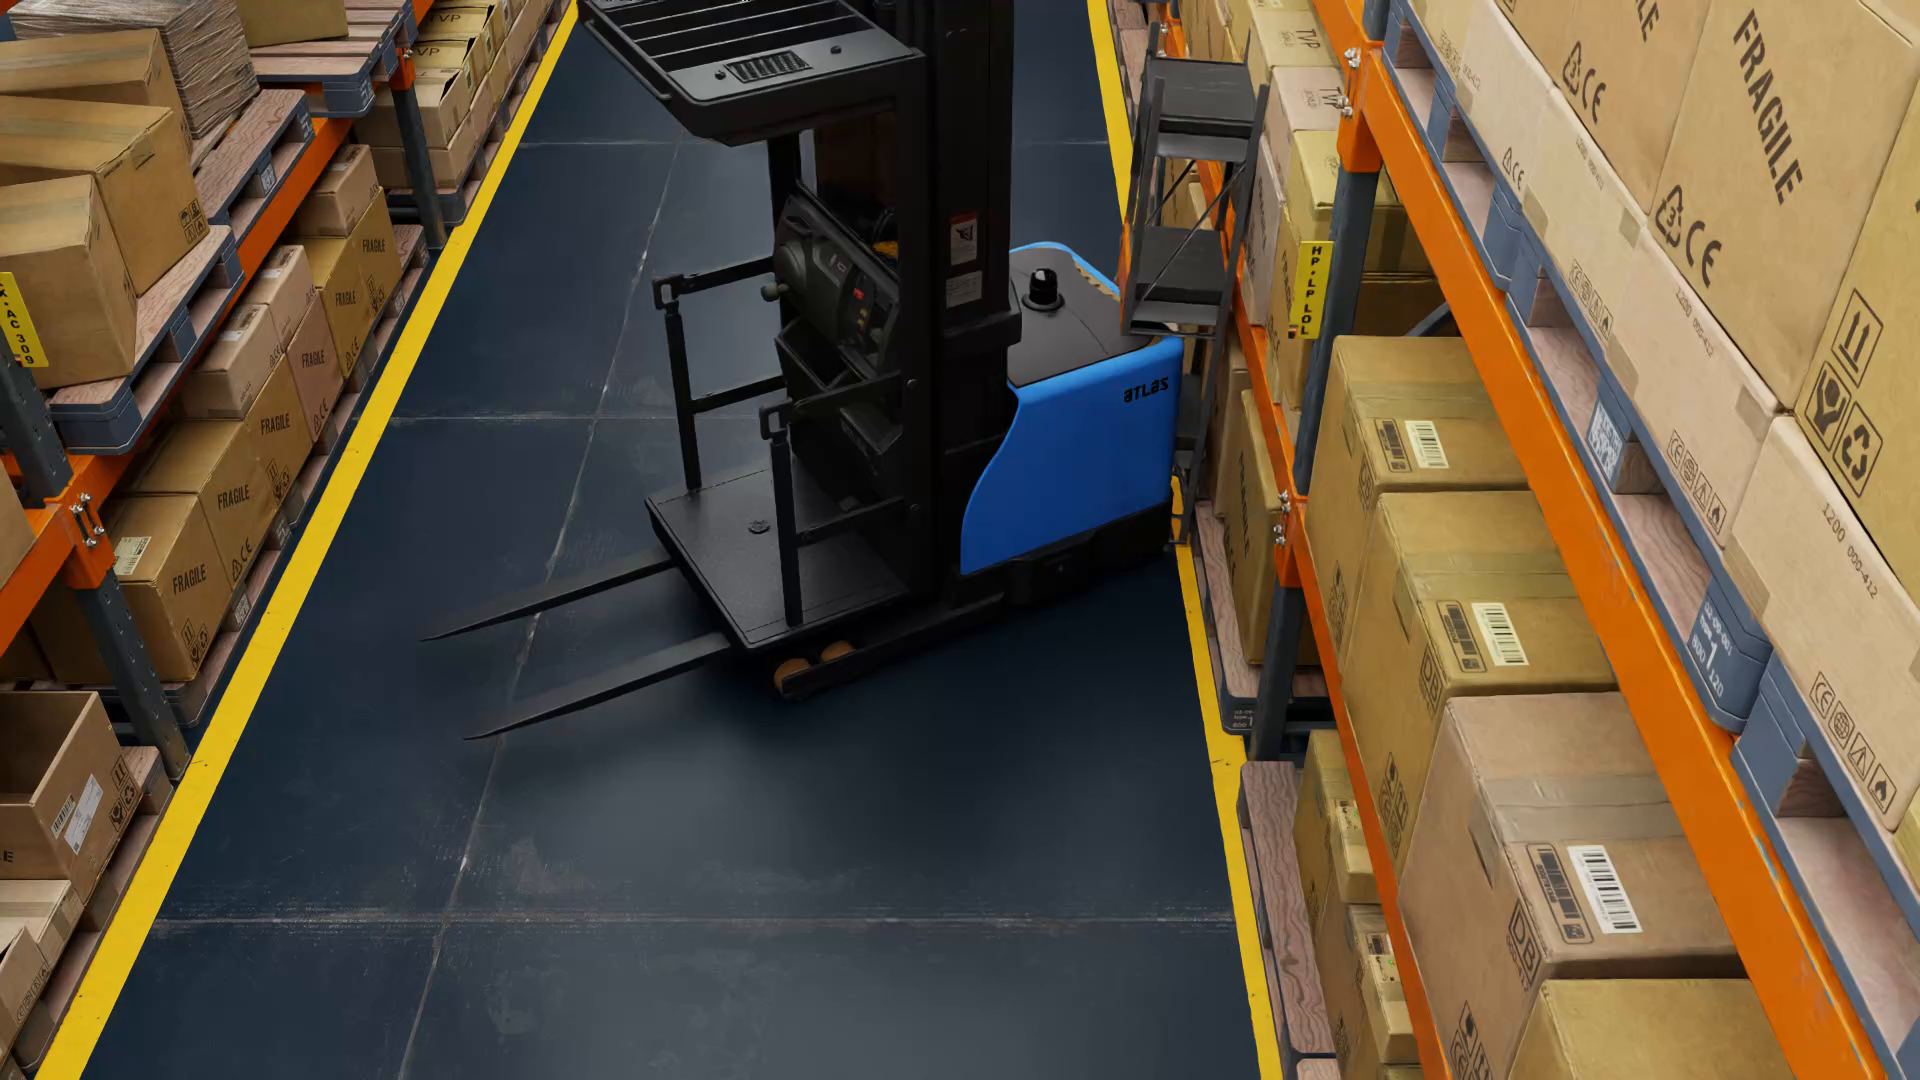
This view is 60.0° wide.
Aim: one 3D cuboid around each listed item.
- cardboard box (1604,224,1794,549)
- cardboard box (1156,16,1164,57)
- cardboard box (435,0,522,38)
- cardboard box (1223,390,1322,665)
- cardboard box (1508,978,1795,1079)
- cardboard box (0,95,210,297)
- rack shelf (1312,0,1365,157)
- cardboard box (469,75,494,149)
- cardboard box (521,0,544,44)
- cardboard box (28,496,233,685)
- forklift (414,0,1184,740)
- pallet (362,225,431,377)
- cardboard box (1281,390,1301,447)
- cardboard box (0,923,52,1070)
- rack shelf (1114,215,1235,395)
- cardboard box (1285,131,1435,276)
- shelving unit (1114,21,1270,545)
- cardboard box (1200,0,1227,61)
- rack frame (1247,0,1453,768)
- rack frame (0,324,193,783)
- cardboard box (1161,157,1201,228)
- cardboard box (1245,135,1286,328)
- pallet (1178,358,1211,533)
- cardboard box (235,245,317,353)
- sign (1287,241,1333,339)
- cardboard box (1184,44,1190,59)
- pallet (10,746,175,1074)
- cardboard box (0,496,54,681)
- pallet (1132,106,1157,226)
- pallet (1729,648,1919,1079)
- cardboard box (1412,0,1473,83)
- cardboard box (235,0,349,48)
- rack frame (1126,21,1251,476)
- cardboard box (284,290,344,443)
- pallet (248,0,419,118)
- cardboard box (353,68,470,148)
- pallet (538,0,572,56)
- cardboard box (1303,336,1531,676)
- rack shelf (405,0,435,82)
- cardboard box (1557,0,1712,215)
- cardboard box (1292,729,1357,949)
[{"bbox_3d":[1.309,-0.242,2.459,0.500,0.250,0.500,-1,39,-1],"label":"cardboard box"},{"bbox_3d":[1.607,-3.101,10.368,0.700,0.500,0.500,0,39,0],"label":"cardboard box"},{"bbox_3d":[-3.095,-3.422,10.536,0.500,0.311,0.500,0,39,-1],"label":"cardboard box"},{"bbox_3d":[1.447,-0.051,6.299,0.750,0.750,0.750,0,39,0],"label":"cardboard box"},{"bbox_3d":[1.560,1.290,3.001,0.980,0.700,0.700,0,39,0],"label":"cardboard box"},{"bbox_3d":[-3.216,-1.243,5.987,0.700,0.500,0.500,6,39,7],"label":"cardboard box"},{"bbox_3d":[1.576,-2.460,6.098,1.077,0.370,4.000,0,39,0],"label":"rack shelf"},{"bbox_3d":[-3.088,-2.548,9.894,0.500,0.250,0.500,-1,39,-1],"label":"cardboard box"},{"bbox_3d":[-3.094,-3.512,11.097,0.500,0.250,0.500,1,39,1],"label":"cardboard box"},{"bbox_3d":[-3.132,0.187,6.265,0.500,0.500,0.500,-2,39,-2],"label":"cardboard box"},{"bbox_3d":[-0.638,-0.899,6.027,3.031,2.935,1.130,-19,43,-23],"label":"forklift"},{"bbox_3d":[-3.417,-1.260,8.654,1.003,0.211,1.213,0,39,0],"label":"pallet"},{"bbox_3d":[1.295,-0.441,5.586,0.380,0.149,0.250,0,39,0],"label":"cardboard box"},{"bbox_3d":[-3.090,1.389,4.917,0.500,0.311,0.500,0,39,0],"label":"cardboard box"},{"bbox_3d":[0.843,-0.948,6.697,0.431,0.518,0.480,4,40,1],"label":"rack shelf"},{"bbox_3d":[1.322,-1.067,5.250,0.500,0.250,0.500,1,39,1],"label":"cardboard box"},{"bbox_3d":[0.844,-0.959,6.689,0.431,2.100,0.503,4,40,1],"label":"shelving unit"},{"bbox_3d":[1.309,-2.042,7.066,0.500,0.500,0.500,0,39,0],"label":"cardboard box"},{"bbox_3d":[1.578,-0.320,5.251,1.000,3.000,0.127,0,39,0],"label":"rack frame"},{"bbox_3d":[-3.375,-0.314,5.243,1.000,3.000,0.127,0,39,0],"label":"rack frame"},{"bbox_3d":[1.443,-1.686,8.339,0.750,0.750,0.750,-1,39,-1],"label":"cardboard box"},{"bbox_3d":[1.315,-1.090,5.878,0.500,0.500,0.500,0,39,0],"label":"cardboard box"},{"bbox_3d":[1.498,-0.479,7.679,1.003,0.211,1.213,0,39,0],"label":"pallet"},{"bbox_3d":[-3.135,-1.045,7.202,0.500,0.250,0.500,-1,39,-1],"label":"cardboard box"},{"bbox_3d":[1.036,-0.734,4.905,0.100,0.325,0.005,0,39,0],"label":"sign"},{"bbox_3d":[1.250,-2.201,7.783,0.380,0.149,0.250,1,39,1],"label":"cardboard box"},{"bbox_3d":[-3.376,1.204,5.579,1.003,0.211,1.213,0,39,0],"label":"pallet"},{"bbox_3d":[-3.663,0.181,6.272,0.500,0.500,0.500,0,39,0],"label":"cardboard box"},{"bbox_3d":[1.574,-2.222,9.854,1.003,0.211,1.213,0,39,0],"label":"pallet"},{"bbox_3d":[1.572,0.582,1.798,1.003,0.211,1.213,0,39,0],"label":"pallet"},{"bbox_3d":[1.315,-1.203,3.657,0.500,0.250,0.500,0,39,0],"label":"cardboard box"},{"bbox_3d":[-3.267,-2.625,7.711,0.700,0.500,0.500,-12,40,-15],"label":"cardboard box"},{"bbox_3d":[0.858,-1.114,6.876,0.400,2.100,0.015,4,40,1],"label":"rack frame"},{"bbox_3d":[-3.137,-0.775,7.466,0.500,0.500,0.500,-1,39,-2],"label":"cardboard box"},{"bbox_3d":[-3.309,-2.317,7.896,1.213,0.211,1.003,0,39,0],"label":"pallet"},{"bbox_3d":[-3.087,-2.453,9.327,0.500,0.311,0.500,1,39,1],"label":"cardboard box"},{"bbox_3d":[-3.345,-3.768,11.783,1.003,0.211,1.213,0,39,0],"label":"pallet"},{"bbox_3d":[1.563,-0.098,4.734,0.980,0.700,0.700,1,39,1],"label":"cardboard box"},{"bbox_3d":[-3.382,-3.785,10.150,1.077,0.370,4.000,0,39,0],"label":"rack shelf"},{"bbox_3d":[1.311,-0.851,2.619,0.500,0.500,0.500,0,39,0],"label":"cardboard box"},{"bbox_3d":[1.477,0.959,5.317,0.700,0.500,0.500,0,39,1],"label":"cardboard box"}]
